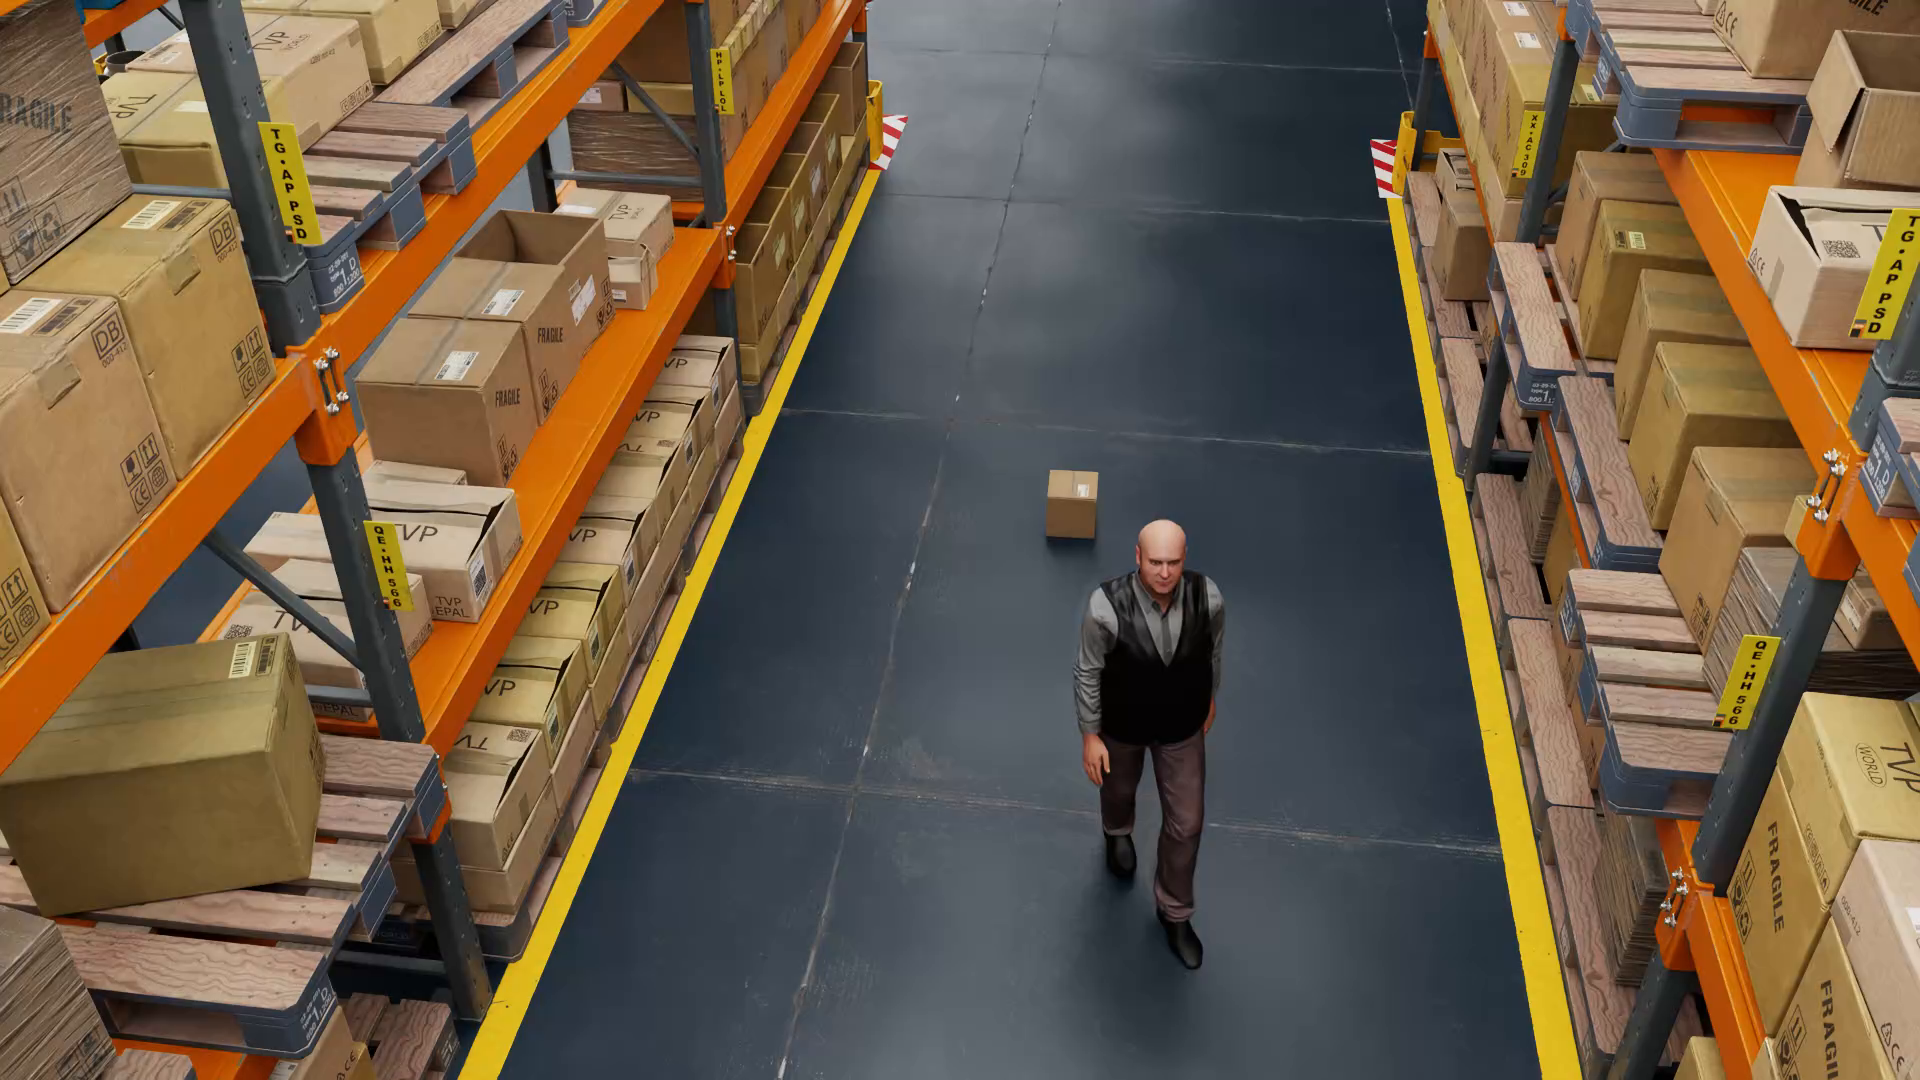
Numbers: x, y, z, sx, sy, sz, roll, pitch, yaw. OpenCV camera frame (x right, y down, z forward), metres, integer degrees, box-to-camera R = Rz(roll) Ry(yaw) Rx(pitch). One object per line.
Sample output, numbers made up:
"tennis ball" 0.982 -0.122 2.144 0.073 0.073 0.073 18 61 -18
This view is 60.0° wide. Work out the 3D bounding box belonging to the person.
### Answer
"person" 0.692 0.721 6.081 0.571 1.758 0.758 -3 36 -4
